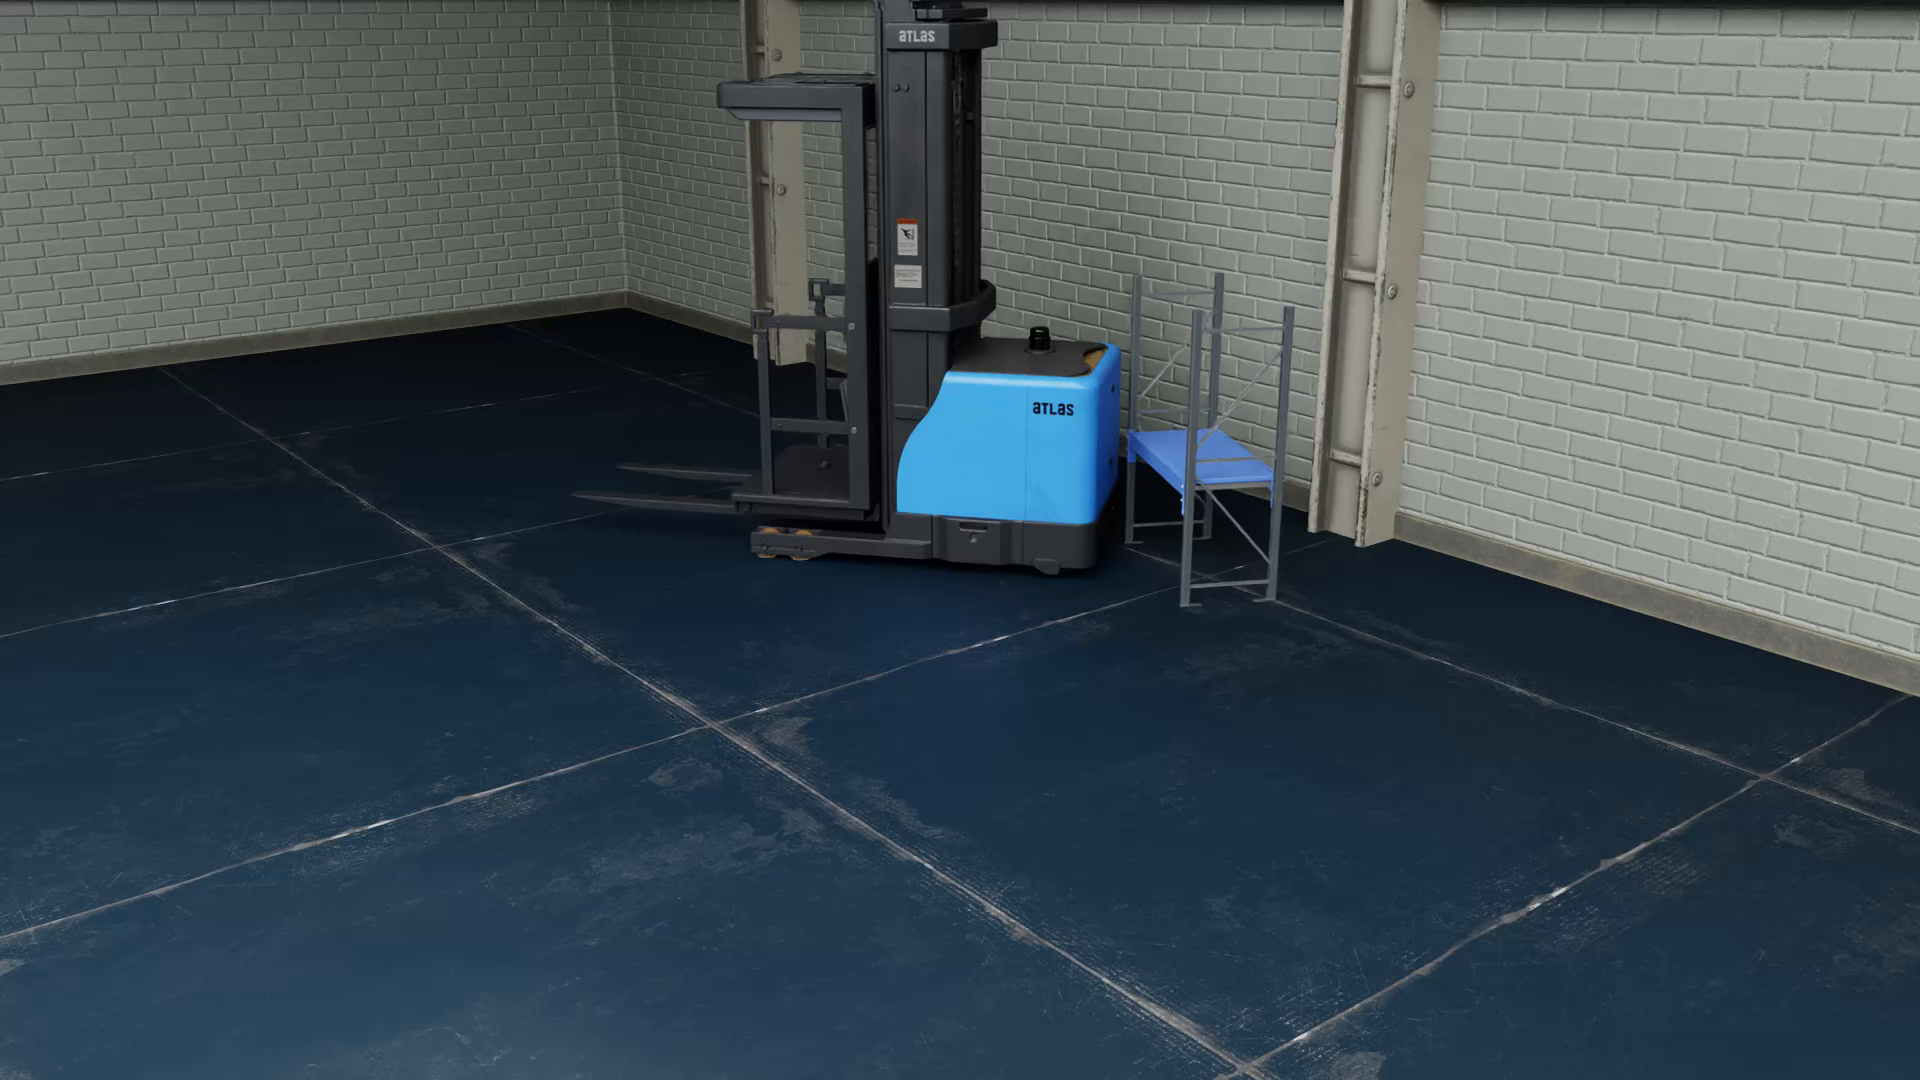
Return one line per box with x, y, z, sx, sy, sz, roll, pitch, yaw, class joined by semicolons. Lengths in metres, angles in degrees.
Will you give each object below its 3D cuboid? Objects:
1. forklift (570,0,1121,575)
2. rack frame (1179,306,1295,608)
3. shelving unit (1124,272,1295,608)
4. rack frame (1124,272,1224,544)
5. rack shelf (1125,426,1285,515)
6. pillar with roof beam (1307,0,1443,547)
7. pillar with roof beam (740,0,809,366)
-0.663;-1.431;9.022;3.031;2.935;1.130;4;19;12;forklift
1.353;-0.392;8.161;0.500;1.500;0.032;-3;19;-10;rack frame
1.260;-0.549;8.636;0.538;1.500;1.048;-3;19;-10;shelving unit
1.167;-0.707;9.110;0.500;1.500;0.032;-3;19;-10;rack frame
1.260;-0.379;8.692;0.538;0.185;1.000;-3;19;-10;rack shelf
-1.144;-3.468;5.520;9.100;9.000;0.400;-14;23;-36;pillar with roof beam
-4.870;-4.946;9.984;9.100;9.000;0.400;-14;23;-36;pillar with roof beam
